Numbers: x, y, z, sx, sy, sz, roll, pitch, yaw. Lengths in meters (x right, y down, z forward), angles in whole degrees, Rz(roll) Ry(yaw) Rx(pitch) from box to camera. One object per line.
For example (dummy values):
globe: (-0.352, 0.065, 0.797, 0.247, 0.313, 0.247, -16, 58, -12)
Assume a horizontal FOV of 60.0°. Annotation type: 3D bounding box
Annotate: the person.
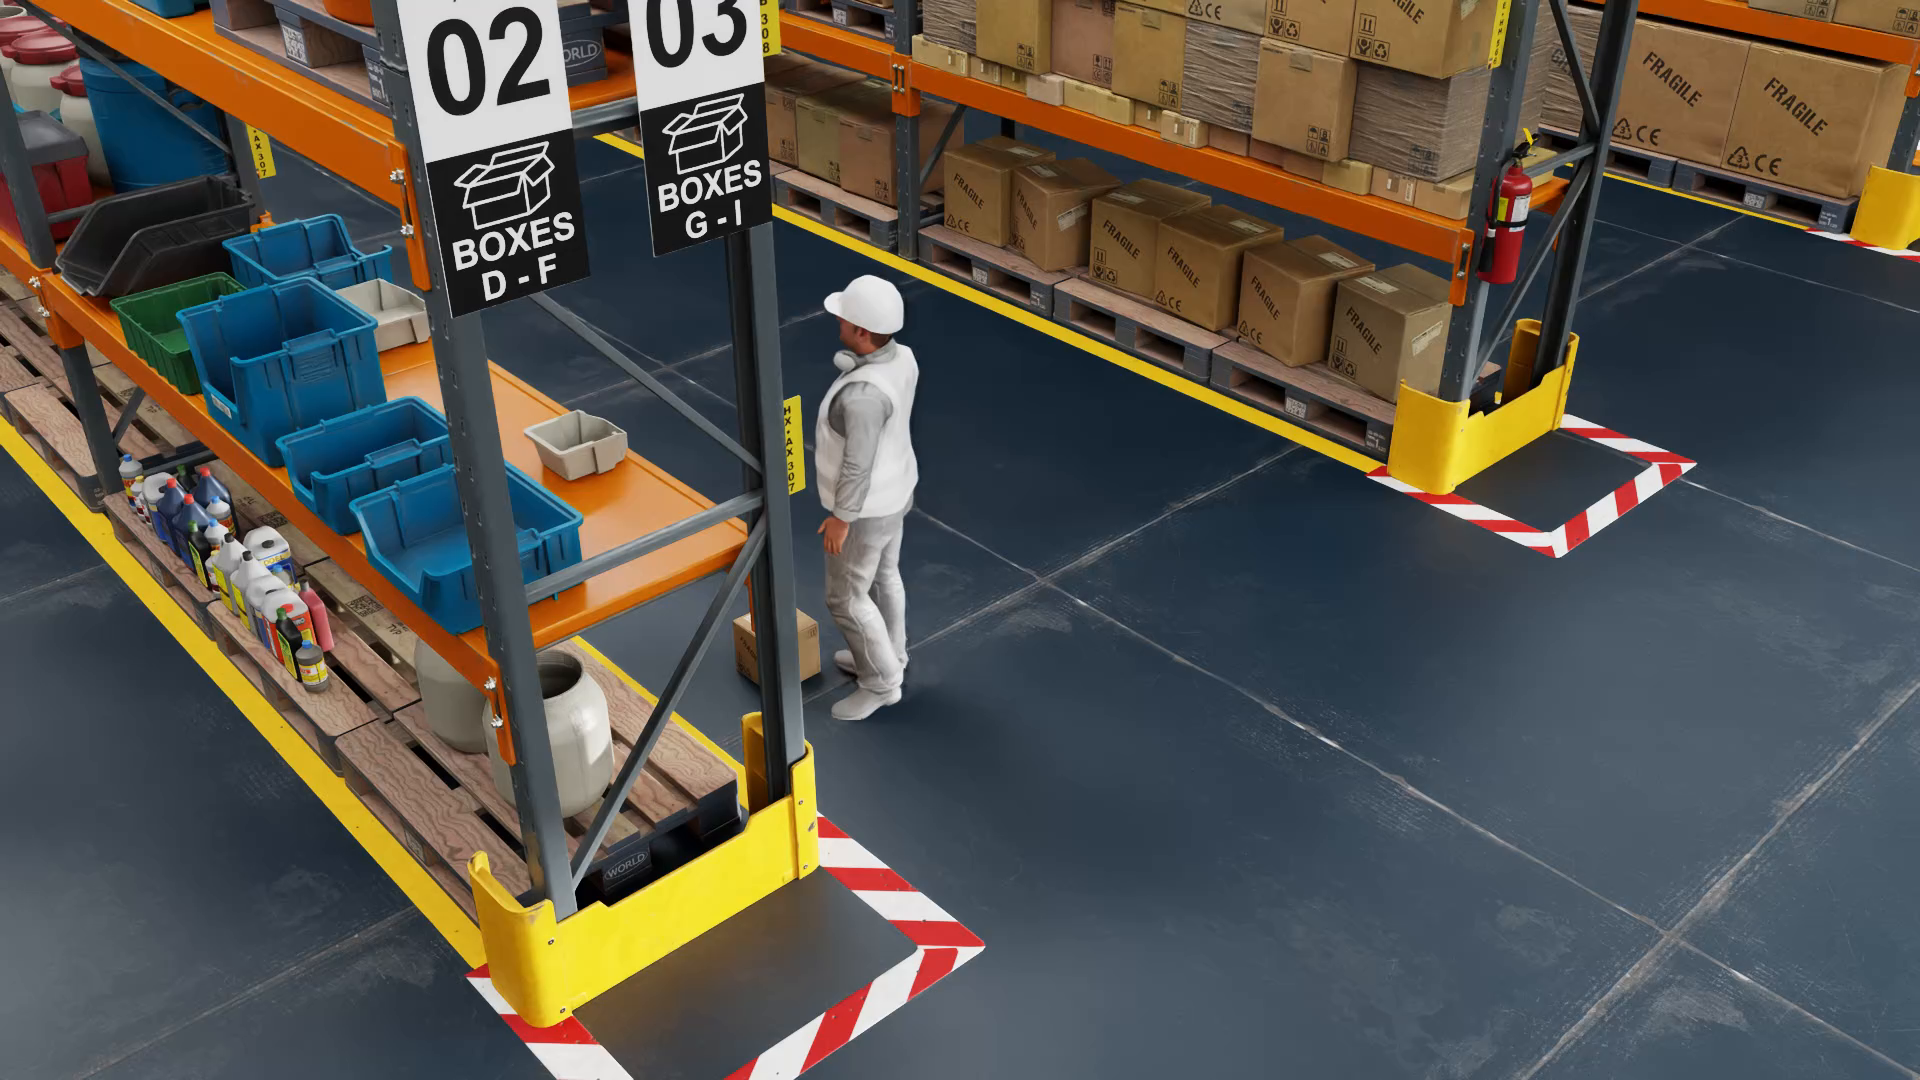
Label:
person: (-0.366, -0.164, 6.373, 0.373, 1.806, 0.543, 8, 32, 12)
